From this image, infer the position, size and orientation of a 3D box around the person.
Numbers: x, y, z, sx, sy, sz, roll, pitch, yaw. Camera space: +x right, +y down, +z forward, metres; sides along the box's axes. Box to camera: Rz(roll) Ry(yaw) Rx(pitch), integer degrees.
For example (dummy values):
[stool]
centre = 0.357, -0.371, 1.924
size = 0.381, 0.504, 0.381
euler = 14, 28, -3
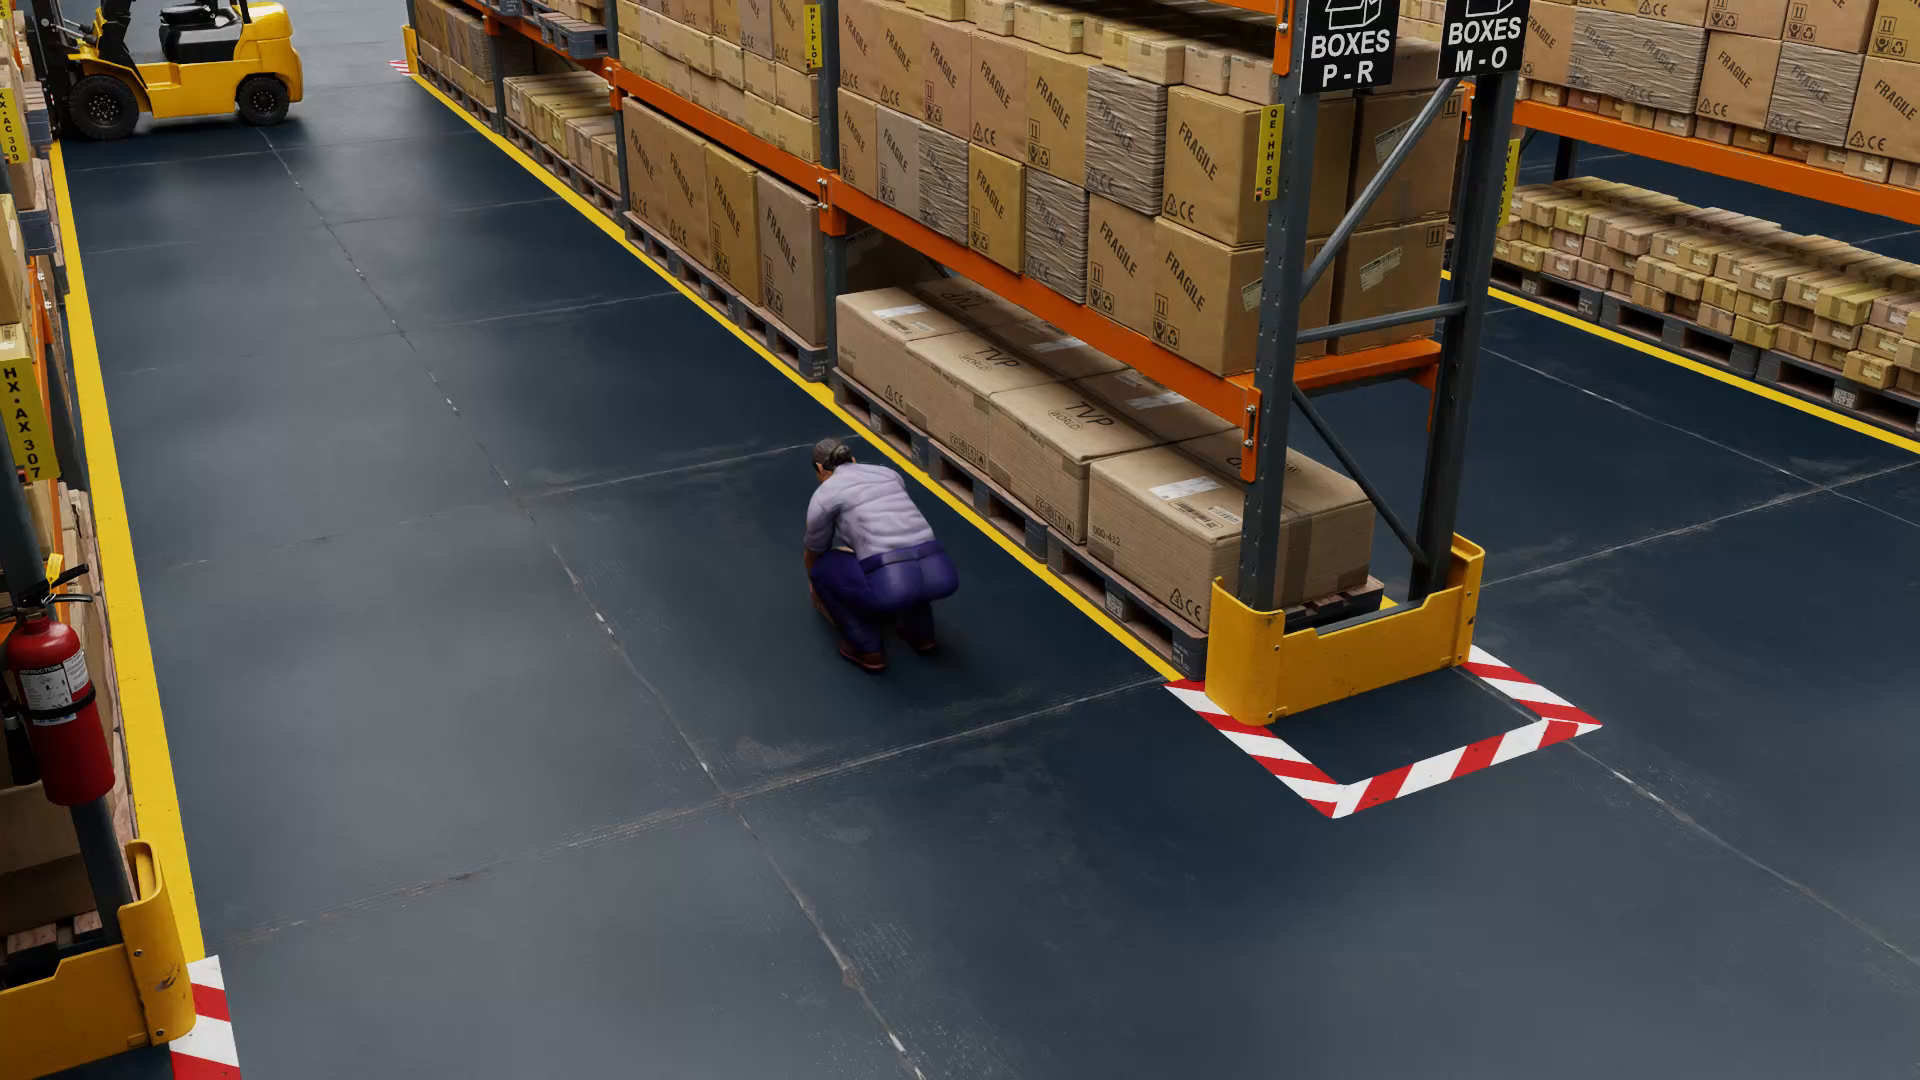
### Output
[person]
centre = -0.350, 0.059, 6.957
size = 0.517, 0.834, 0.814
euler = -13, 29, -25
